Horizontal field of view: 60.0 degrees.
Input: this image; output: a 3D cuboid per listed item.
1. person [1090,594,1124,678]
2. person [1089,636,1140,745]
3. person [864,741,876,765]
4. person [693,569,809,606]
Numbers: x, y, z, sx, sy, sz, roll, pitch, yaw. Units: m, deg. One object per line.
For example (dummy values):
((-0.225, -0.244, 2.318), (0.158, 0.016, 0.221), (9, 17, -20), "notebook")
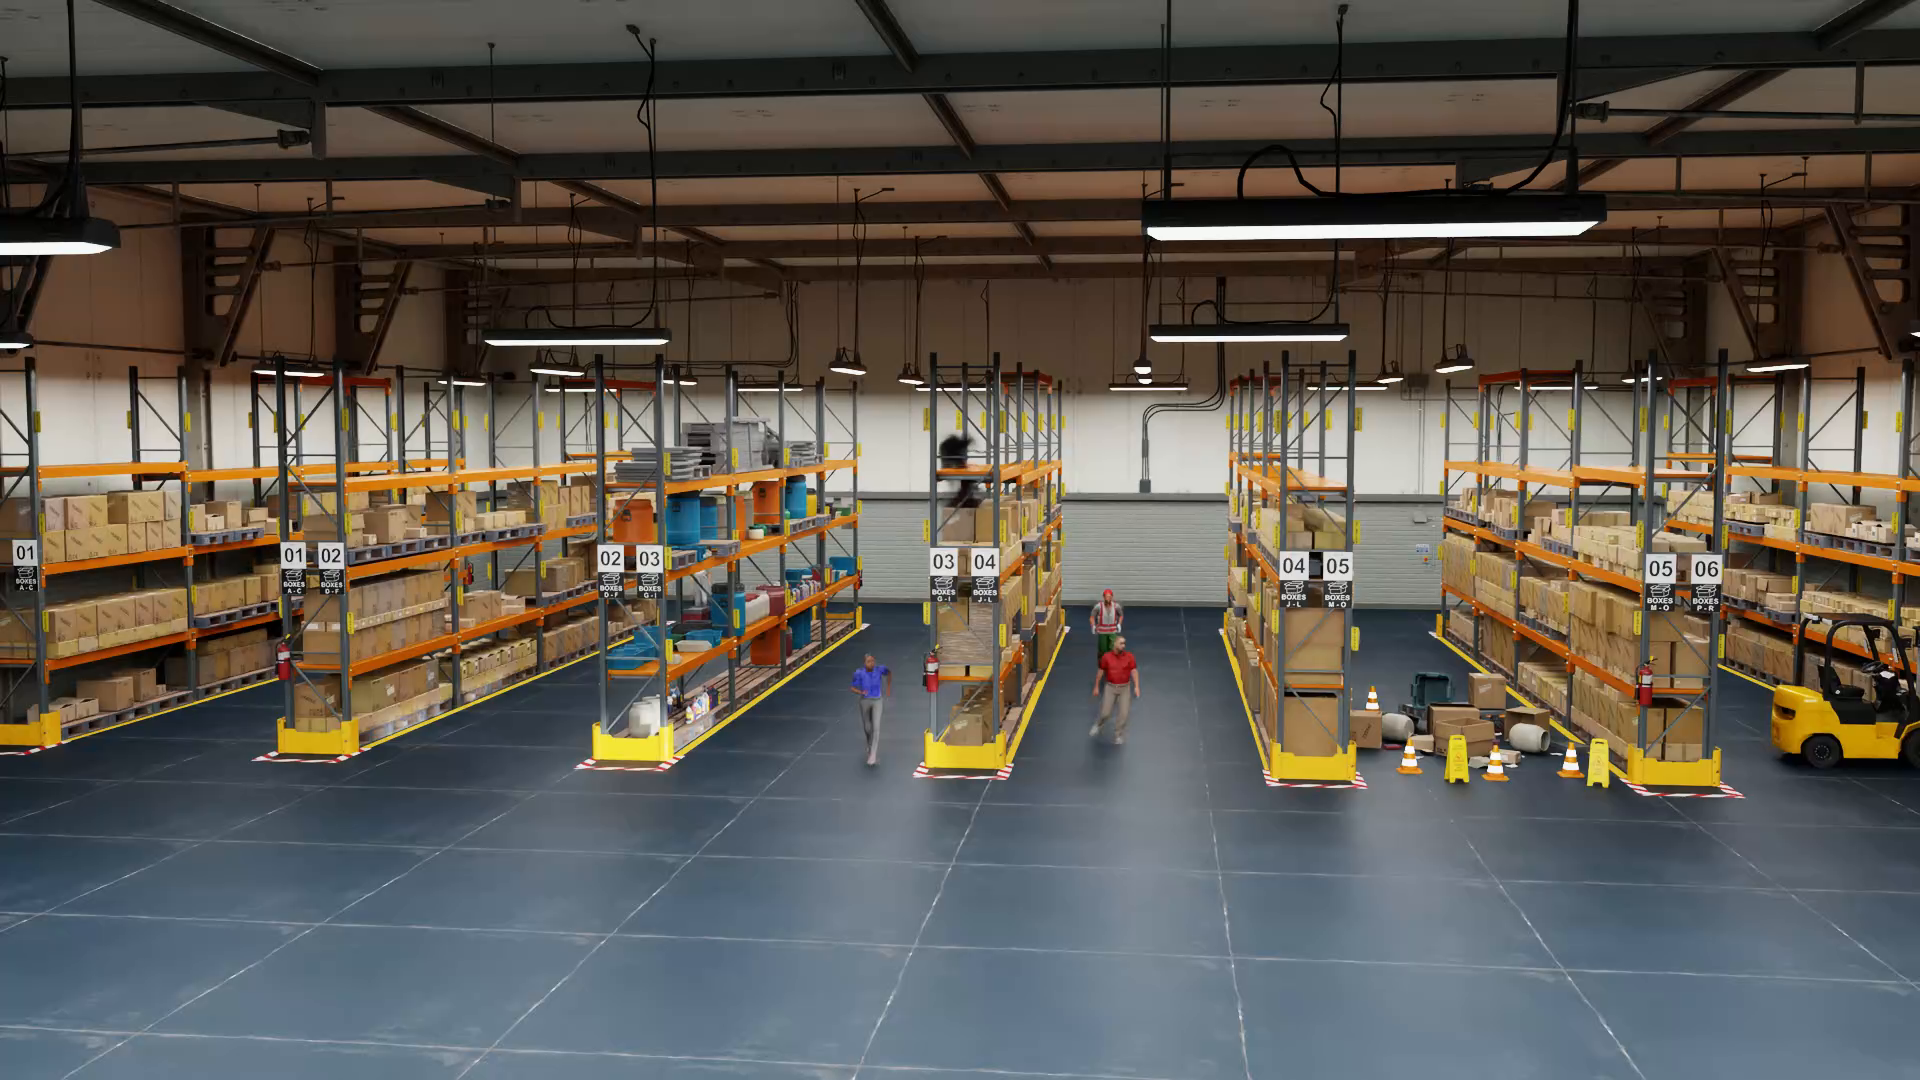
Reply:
((2.908, 1.839, 32.867), (0.676, 1.664, 0.676), (0, 4, -6), "person")
((2.405, 2.318, 25.935), (0.714, 1.693, 0.681), (0, 4, -5), "person")
((-1.335, 3.138, 24.746), (0.197, 0.320, 0.897), (0, 4, -2), "person")
((-4.991, 1.506, 38.537), (2.239, 1.591, 7.175), (-1, 4, -12), "person")
